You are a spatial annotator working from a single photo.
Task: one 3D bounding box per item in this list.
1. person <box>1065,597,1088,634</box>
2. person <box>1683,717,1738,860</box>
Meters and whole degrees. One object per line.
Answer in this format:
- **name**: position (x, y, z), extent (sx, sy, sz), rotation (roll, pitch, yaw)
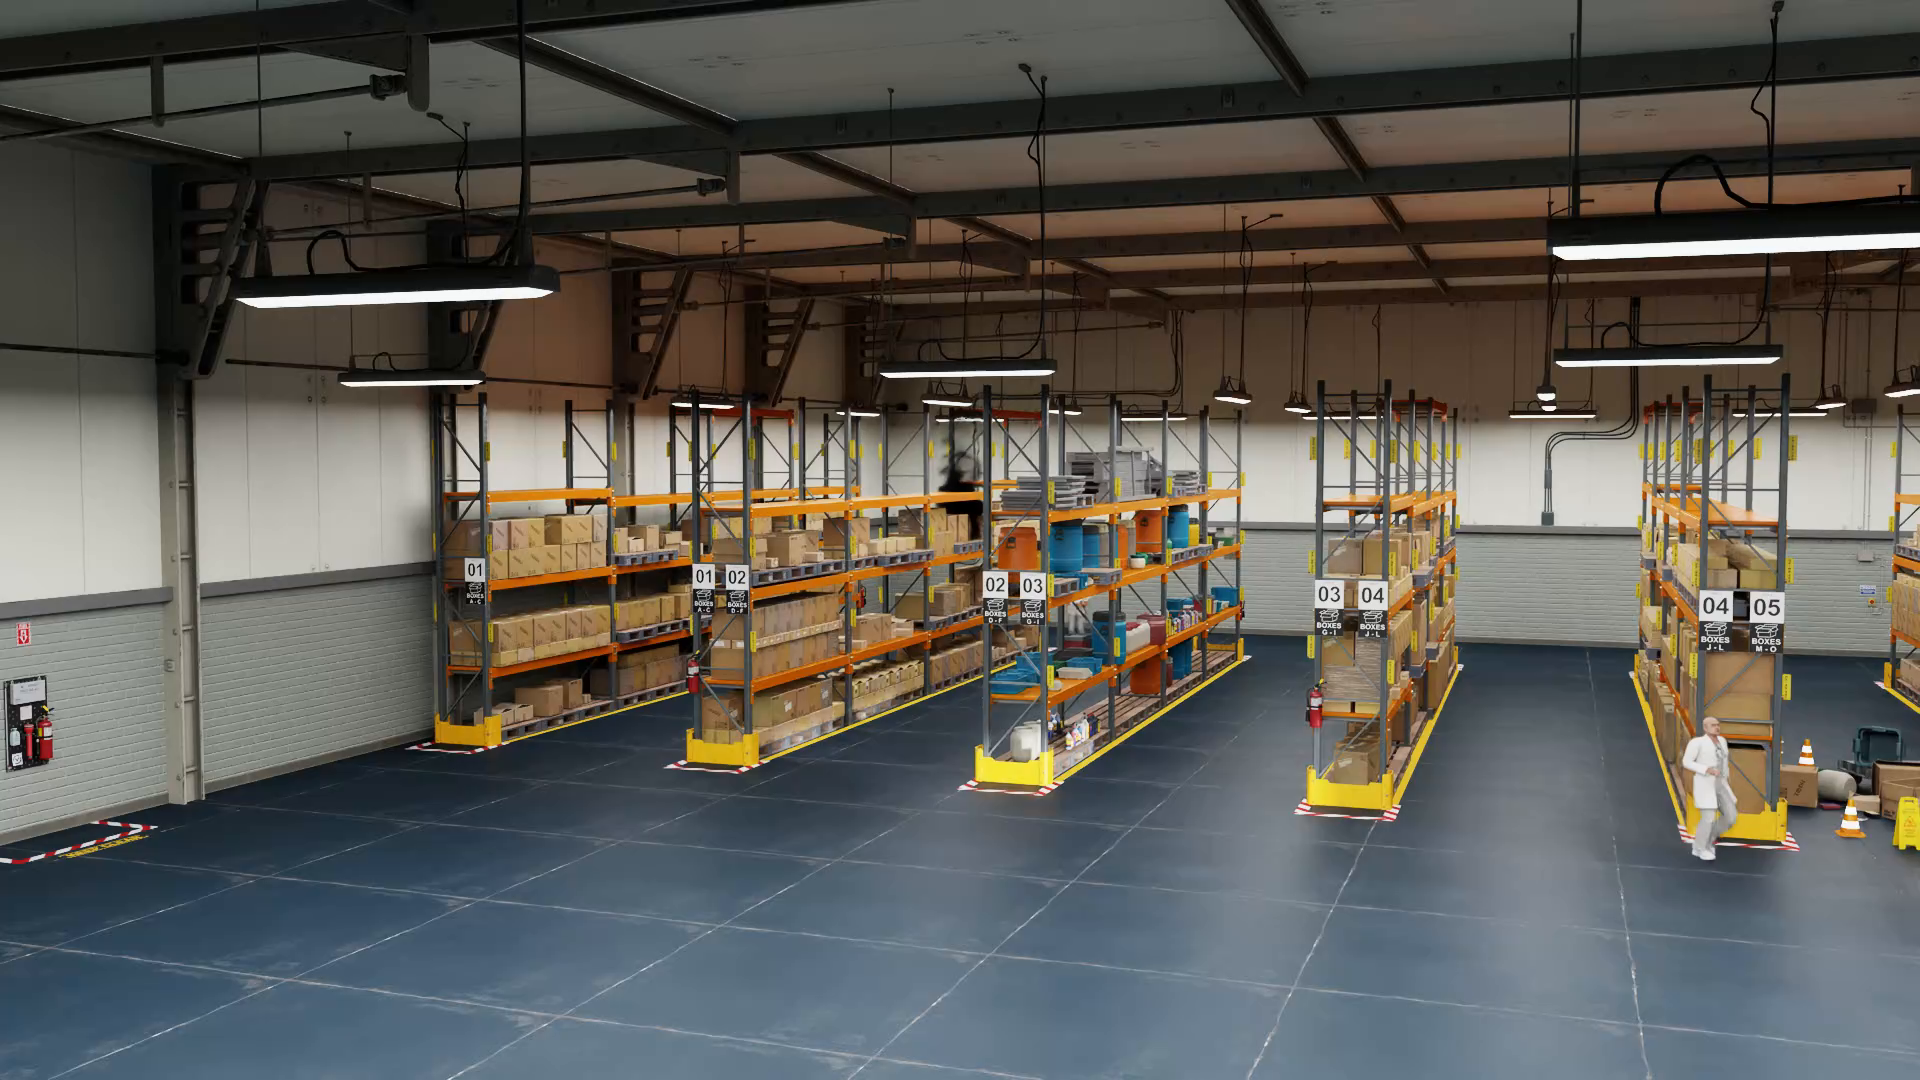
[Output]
- **person**: position (2.740, 1.820, 39.208), extent (0.580, 1.776, 0.714), rotation (0, 3, 9)
- **person**: position (9.227, 3.085, 20.351), extent (0.733, 1.672, 0.625), rotation (-1, 3, -14)
